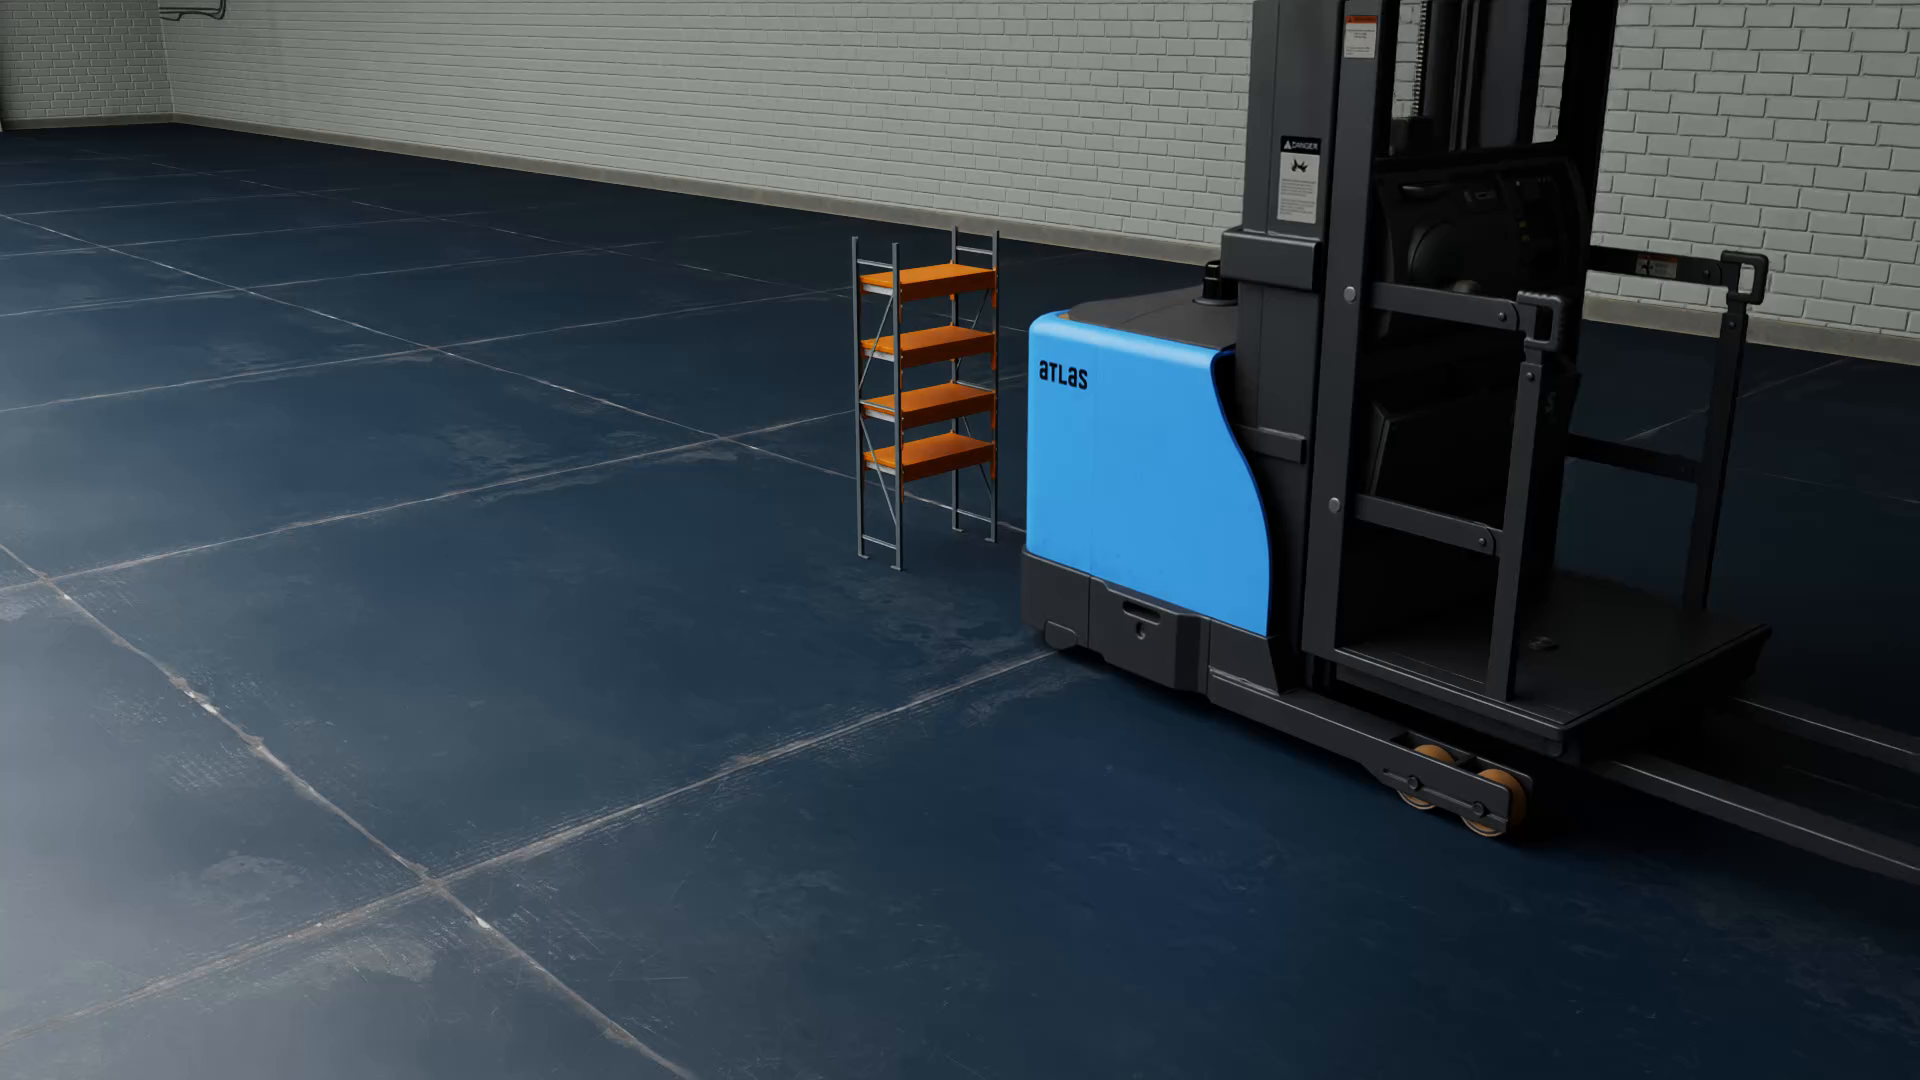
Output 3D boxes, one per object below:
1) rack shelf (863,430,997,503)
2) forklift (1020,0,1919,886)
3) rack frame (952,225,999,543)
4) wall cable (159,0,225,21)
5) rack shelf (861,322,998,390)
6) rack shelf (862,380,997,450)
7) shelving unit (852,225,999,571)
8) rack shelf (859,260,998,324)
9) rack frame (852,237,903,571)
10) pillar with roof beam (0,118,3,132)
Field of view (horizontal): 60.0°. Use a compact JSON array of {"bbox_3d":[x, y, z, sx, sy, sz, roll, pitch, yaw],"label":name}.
[{"bbox_3d":[-0.120,-0.283,6.273,0.480,0.148,0.258,-16,24,-41],"label":"rack shelf"},{"bbox_3d":[1.538,-0.824,4.273,1.130,2.935,3.031,-15,23,-38],"label":"forklift"},{"bbox_3d":[0.057,-0.587,6.351,0.015,1.200,0.240,-16,24,-41],"label":"rack frame"},{"bbox_3d":[-12.620,-9.707,26.867,0.112,2.526,3.097,-16,24,-41],"label":"wall cable"},{"bbox_3d":[-0.120,-0.684,6.143,0.480,0.148,0.258,-16,24,-41],"label":"rack shelf"},{"bbox_3d":[-0.120,-0.472,6.212,0.480,0.148,0.258,-16,24,-41],"label":"rack shelf"},{"bbox_3d":[-0.120,-0.536,6.191,0.503,1.200,0.258,-16,24,-41],"label":"shelving unit"},{"bbox_3d":[-0.120,-0.909,6.070,0.480,0.148,0.258,-16,24,-41],"label":"rack shelf"},{"bbox_3d":[-0.298,-0.484,6.032,0.015,1.200,0.240,-16,24,-41],"label":"rack frame"},{"bbox_3d":[-12.711,-9.891,22.401,0.400,9.000,9.100,-16,24,-41],"label":"pillar with roof beam"}]
